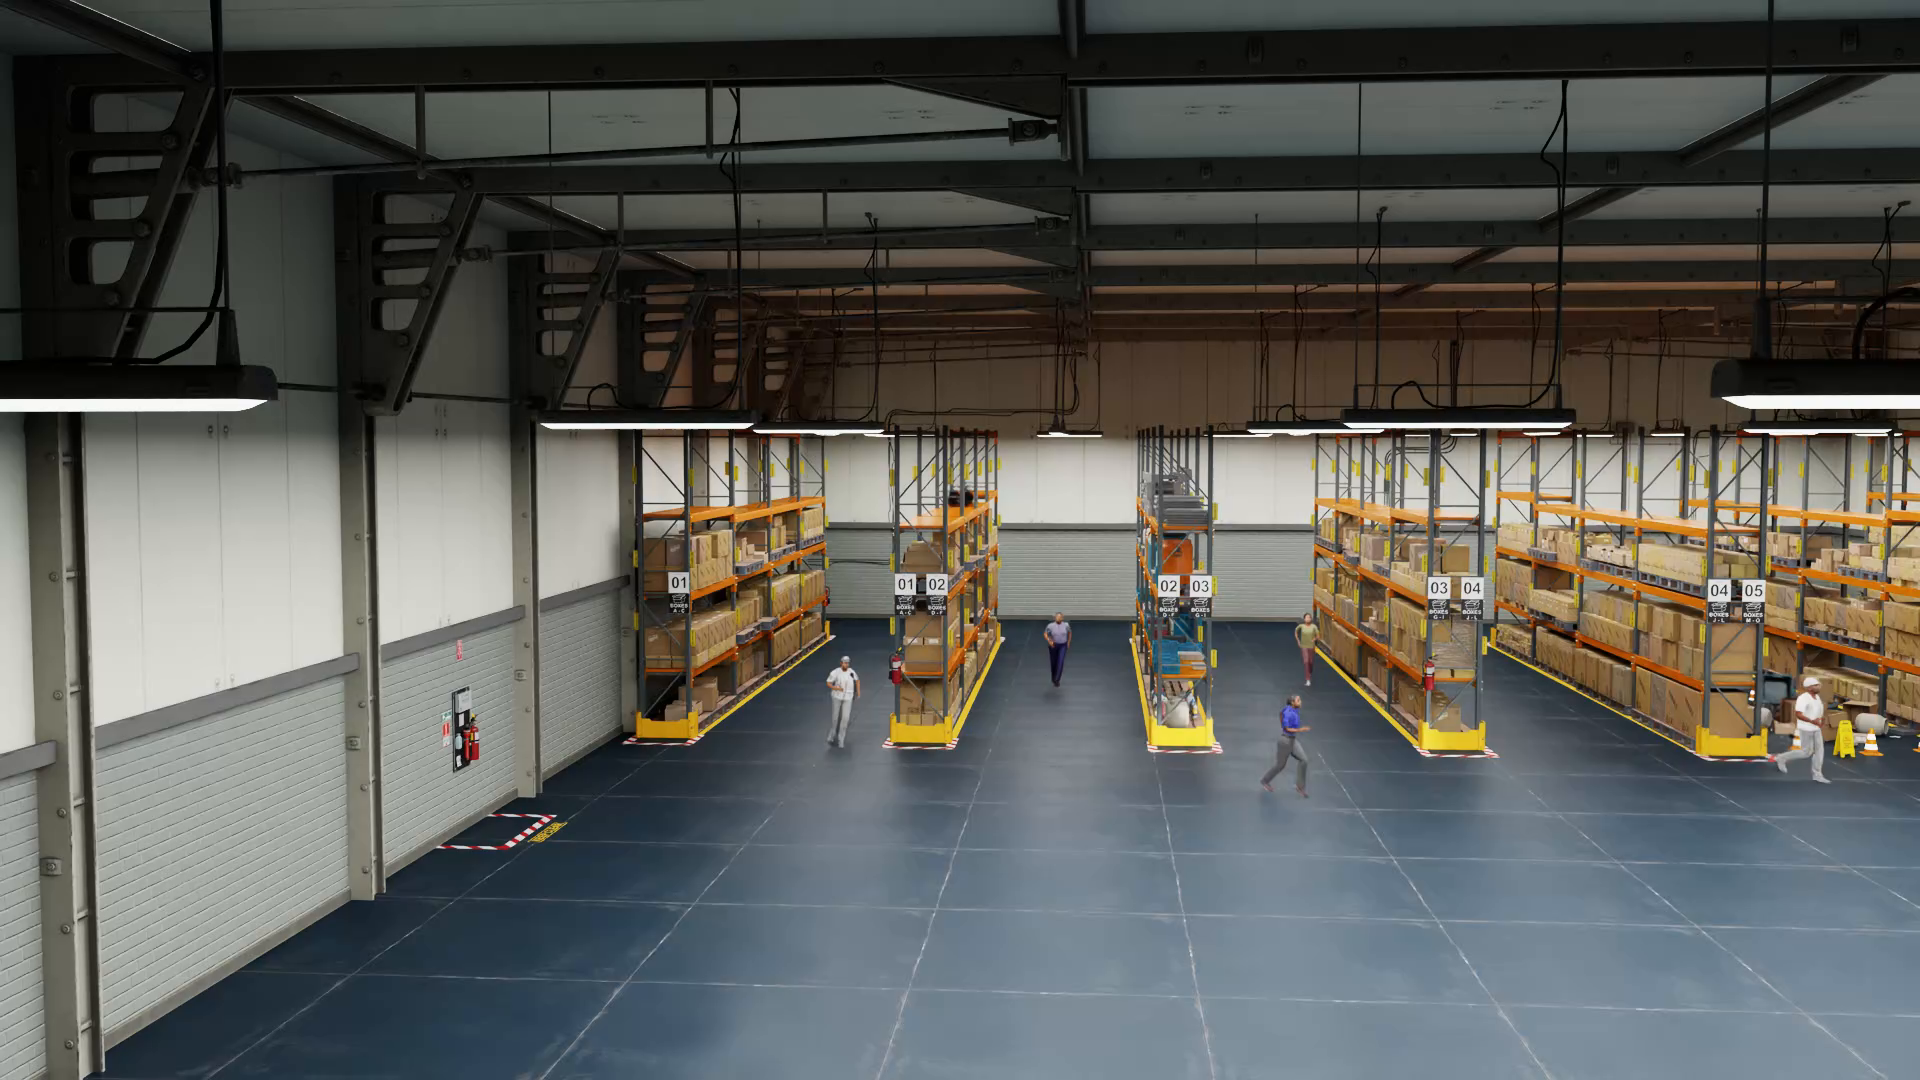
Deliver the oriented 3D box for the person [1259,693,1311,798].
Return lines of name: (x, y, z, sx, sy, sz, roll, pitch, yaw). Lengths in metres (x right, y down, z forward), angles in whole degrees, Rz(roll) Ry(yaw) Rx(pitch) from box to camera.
person: (5.228, 3.301, 26.755, 0.846, 1.697, 0.599, 2, 4, 26)

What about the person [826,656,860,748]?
person: (-2.183, 3.031, 31.256, 0.660, 1.709, 0.697, -1, 4, -14)

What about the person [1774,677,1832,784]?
person: (14.233, 3.176, 27.961, 0.709, 1.761, 0.871, -3, 4, -40)

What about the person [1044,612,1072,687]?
person: (2.194, 2.424, 37.125, 0.631, 1.620, 0.747, 0, 3, -1)

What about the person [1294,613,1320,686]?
person: (8.162, 2.543, 39.085, 0.582, 1.672, 0.805, 0, 3, 5)
